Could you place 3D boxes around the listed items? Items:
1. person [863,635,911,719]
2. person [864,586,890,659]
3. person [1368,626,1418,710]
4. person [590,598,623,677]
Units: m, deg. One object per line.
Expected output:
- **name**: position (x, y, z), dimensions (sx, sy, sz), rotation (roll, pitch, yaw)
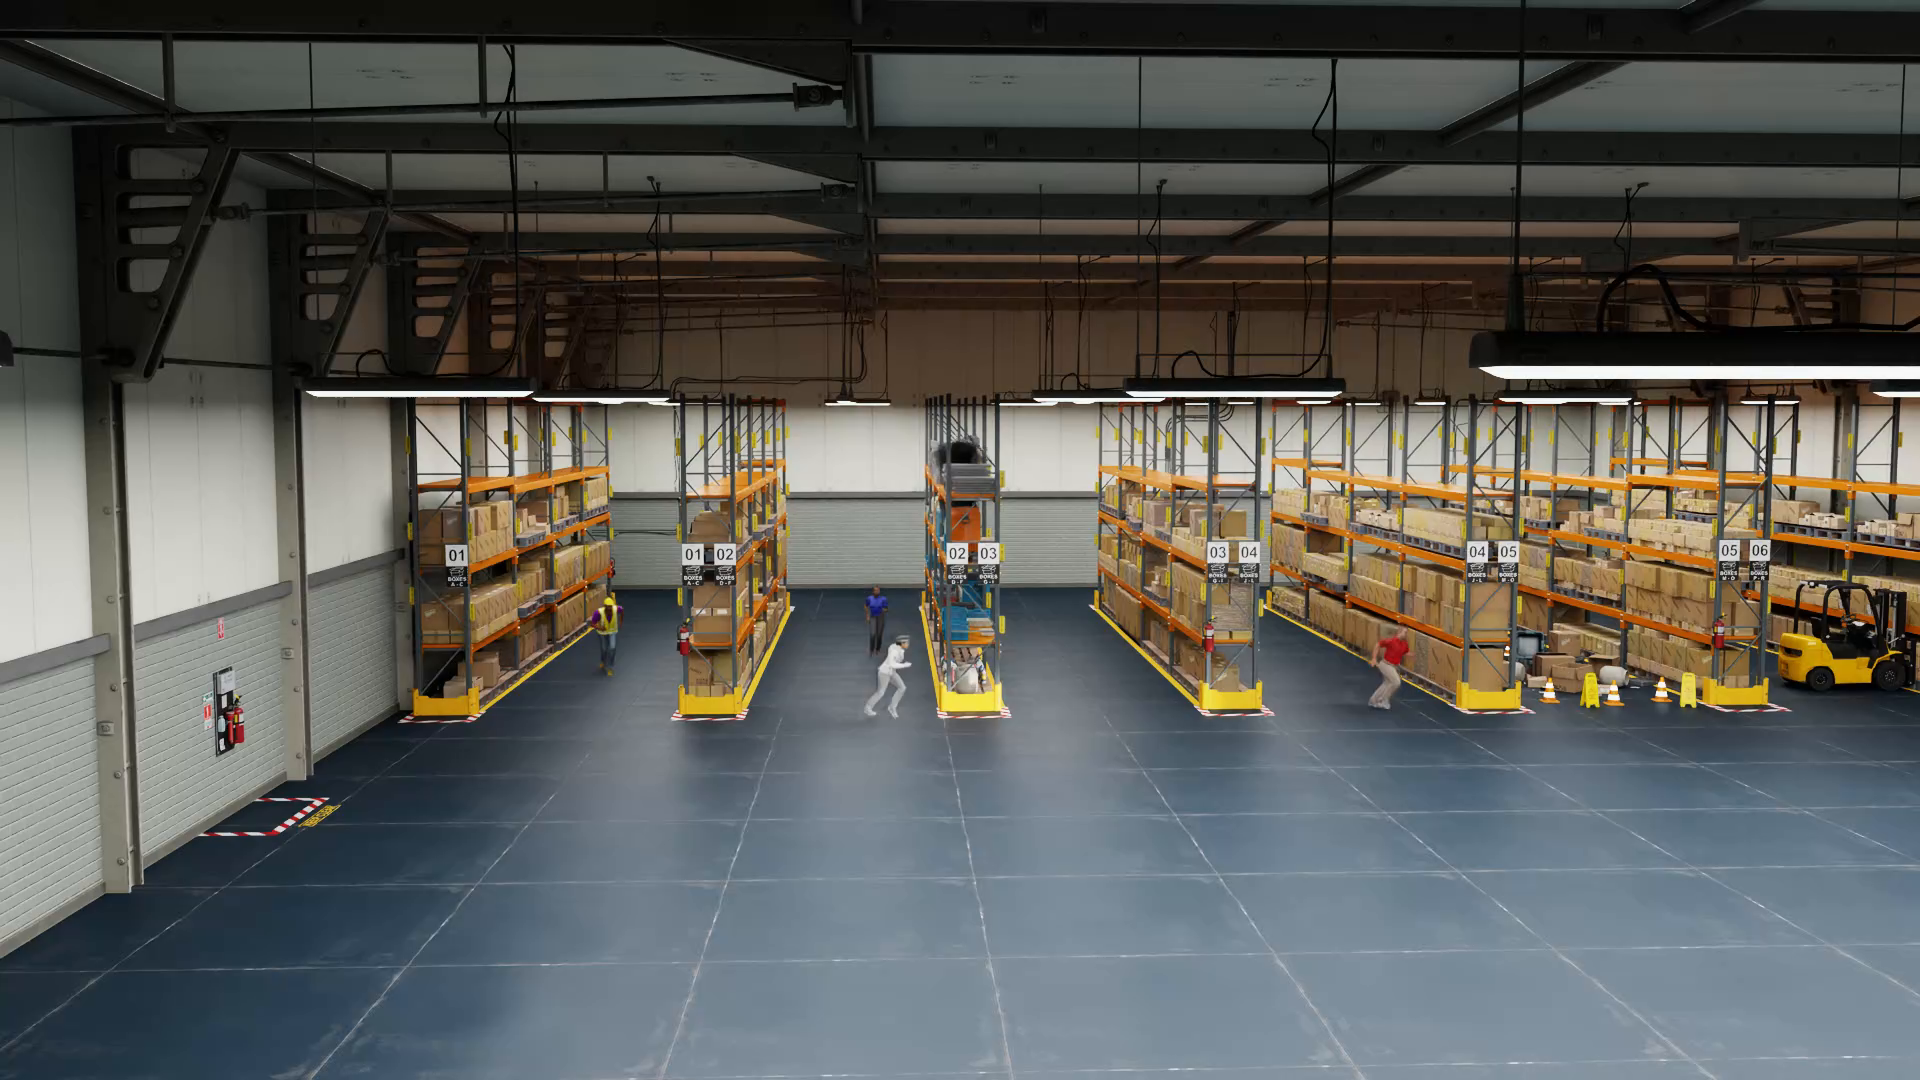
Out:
- **person**: position (-1.333, 2.536, 30.806), dimensions (0.939, 1.576, 0.651), rotation (1, 5, 14)
- **person**: position (-1.914, 1.895, 38.244), dimensions (0.555, 1.677, 0.725), rotation (0, 5, -6)
- **person**: position (8.210, 2.415, 31.547), dimensions (0.677, 1.594, 0.990), rotation (-4, 6, -44)
- **person**: position (-7.640, 2.068, 35.953), dimensions (0.736, 1.718, 1.038), rotation (-2, 5, -22)
